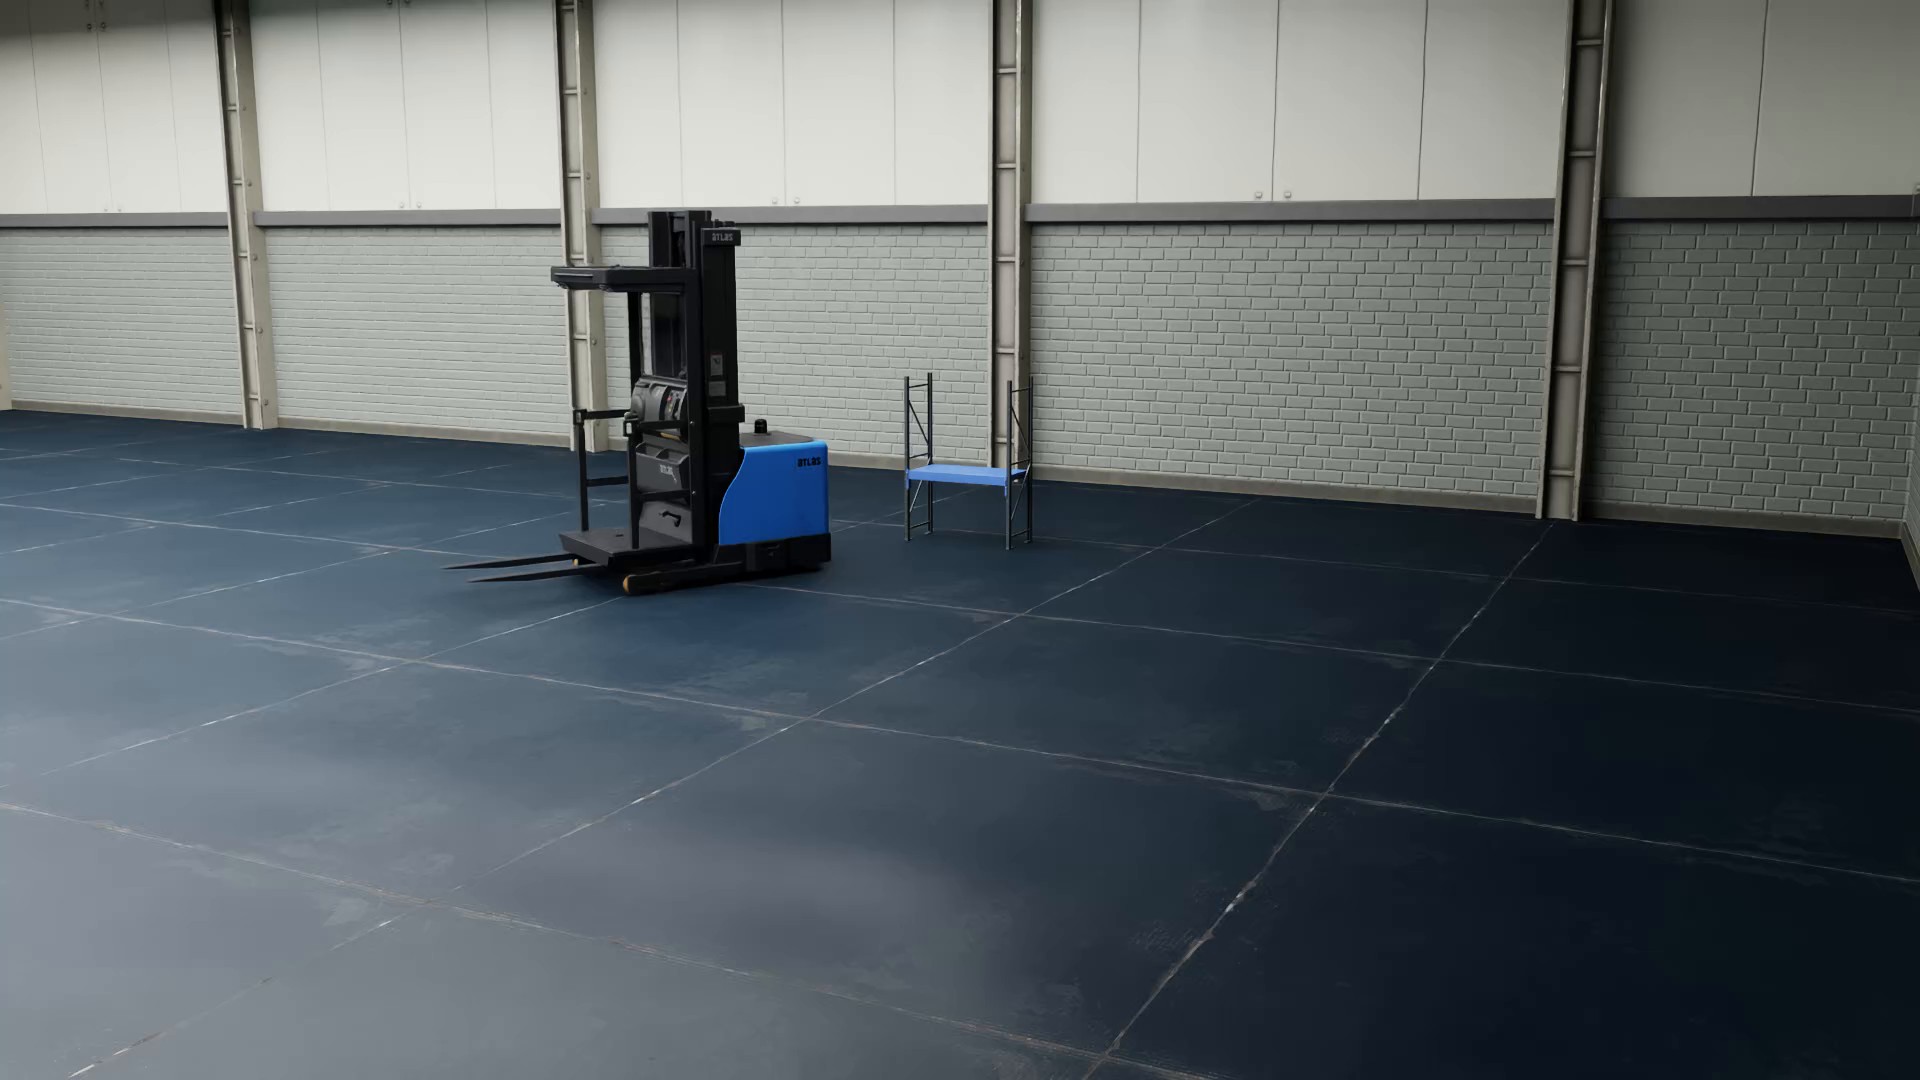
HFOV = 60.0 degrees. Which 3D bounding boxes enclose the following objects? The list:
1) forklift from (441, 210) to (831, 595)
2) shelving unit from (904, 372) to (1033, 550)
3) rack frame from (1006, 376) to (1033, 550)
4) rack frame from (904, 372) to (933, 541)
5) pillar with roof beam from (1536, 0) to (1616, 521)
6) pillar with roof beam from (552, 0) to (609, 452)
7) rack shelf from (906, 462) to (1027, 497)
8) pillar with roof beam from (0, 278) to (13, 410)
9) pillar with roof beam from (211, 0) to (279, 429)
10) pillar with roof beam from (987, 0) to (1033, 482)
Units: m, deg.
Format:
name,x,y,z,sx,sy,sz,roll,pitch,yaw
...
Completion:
name,x,y,z,sx,sy,sz,roll,pitch,yaw
forklift,-2.577,-1.121,13.192,3.031,2.935,1.130,-7,12,-34
shelving unit,0.076,-0.731,15.059,1.048,1.500,0.538,5,11,26
rack frame,0.532,-0.691,14.838,0.032,1.500,0.500,5,11,26
rack frame,-0.379,-0.771,15.281,0.032,1.500,0.500,5,11,26
pillar with roof beam,4.028,-3.966,11.878,0.400,9.000,9.100,5,11,26
pillar with roof beam,-6.734,-4.912,17.103,0.400,9.000,9.100,5,11,26
rack shelf,0.076,-0.554,15.092,1.000,0.185,0.538,5,11,26
pillar with roof beam,-17.495,-5.858,22.328,0.400,9.000,9.100,5,11,26
pillar with roof beam,-12.114,-5.385,19.716,0.400,9.000,9.100,5,11,26
pillar with roof beam,-1.353,-4.439,14.491,0.400,9.000,9.100,5,11,26
